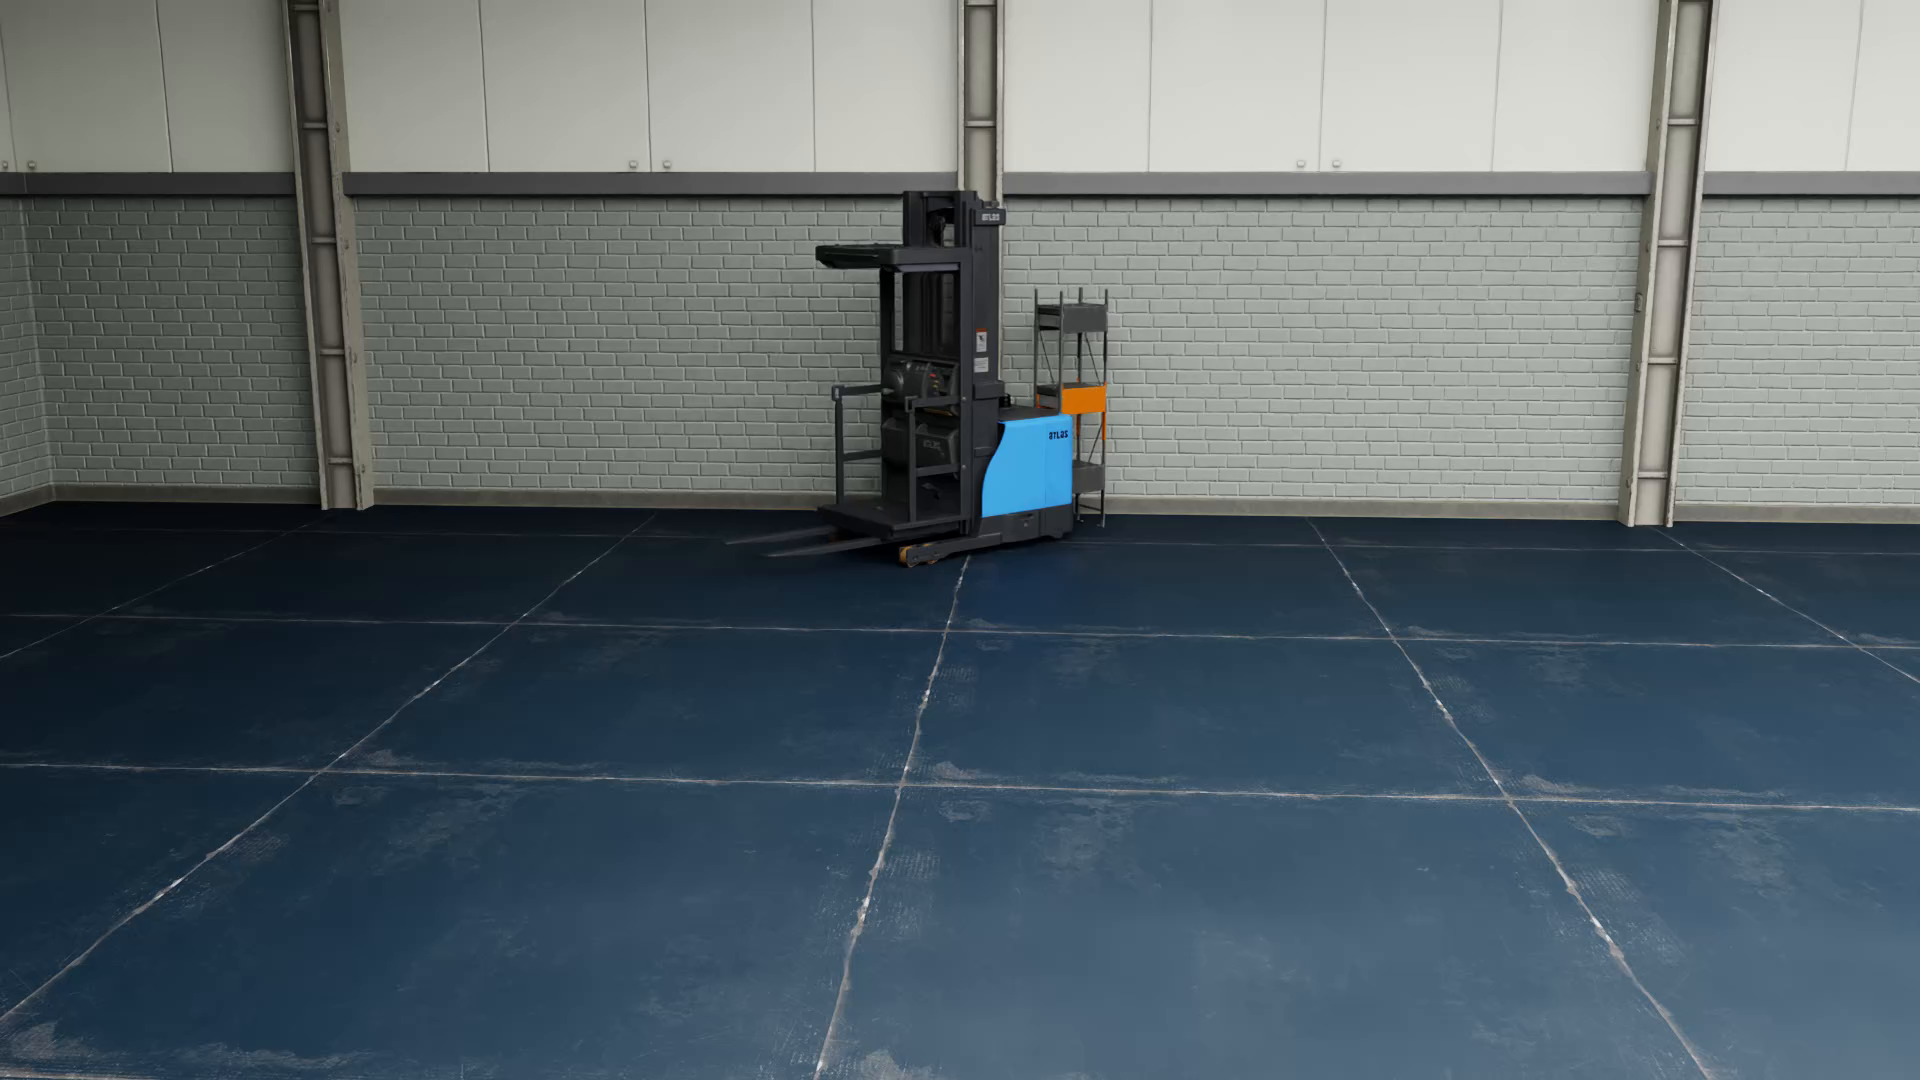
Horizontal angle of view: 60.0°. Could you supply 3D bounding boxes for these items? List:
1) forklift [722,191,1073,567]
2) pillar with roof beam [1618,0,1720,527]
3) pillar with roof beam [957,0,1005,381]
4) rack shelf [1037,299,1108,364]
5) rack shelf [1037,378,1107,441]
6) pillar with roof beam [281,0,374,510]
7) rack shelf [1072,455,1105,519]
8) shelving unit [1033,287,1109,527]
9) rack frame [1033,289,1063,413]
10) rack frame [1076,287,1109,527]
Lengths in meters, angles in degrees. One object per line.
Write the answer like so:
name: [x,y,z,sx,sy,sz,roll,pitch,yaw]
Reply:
forklift: [-0.489,-1.338,13.508,3.031,2.935,1.130,-9,15,-38]
pillar with roof beam: [5.884,-3.677,9.867,0.400,9.000,9.100,1,12,4]
pillar with roof beam: [-0.103,-3.759,10.259,0.400,9.000,9.100,1,12,4]
rack shelf: [0.966,-1.819,14.484,0.480,0.518,0.431,-8,14,-33]
rack shelf: [0.966,-1.134,14.627,0.480,0.518,0.431,-8,14,-33]
pillar with roof beam: [-6.089,-3.841,10.652,0.400,9.000,9.100,1,12,4]
rack shelf: [0.966,-0.449,14.770,0.480,0.518,0.431,-8,14,-33]
shelving unit: [0.966,-1.147,14.624,0.503,2.100,0.431,-8,14,-33]
rack frame: [0.763,-1.120,14.492,0.015,2.100,0.400,-8,14,-33]
rack frame: [1.170,-1.175,14.756,0.015,2.100,0.400,-8,14,-33]
